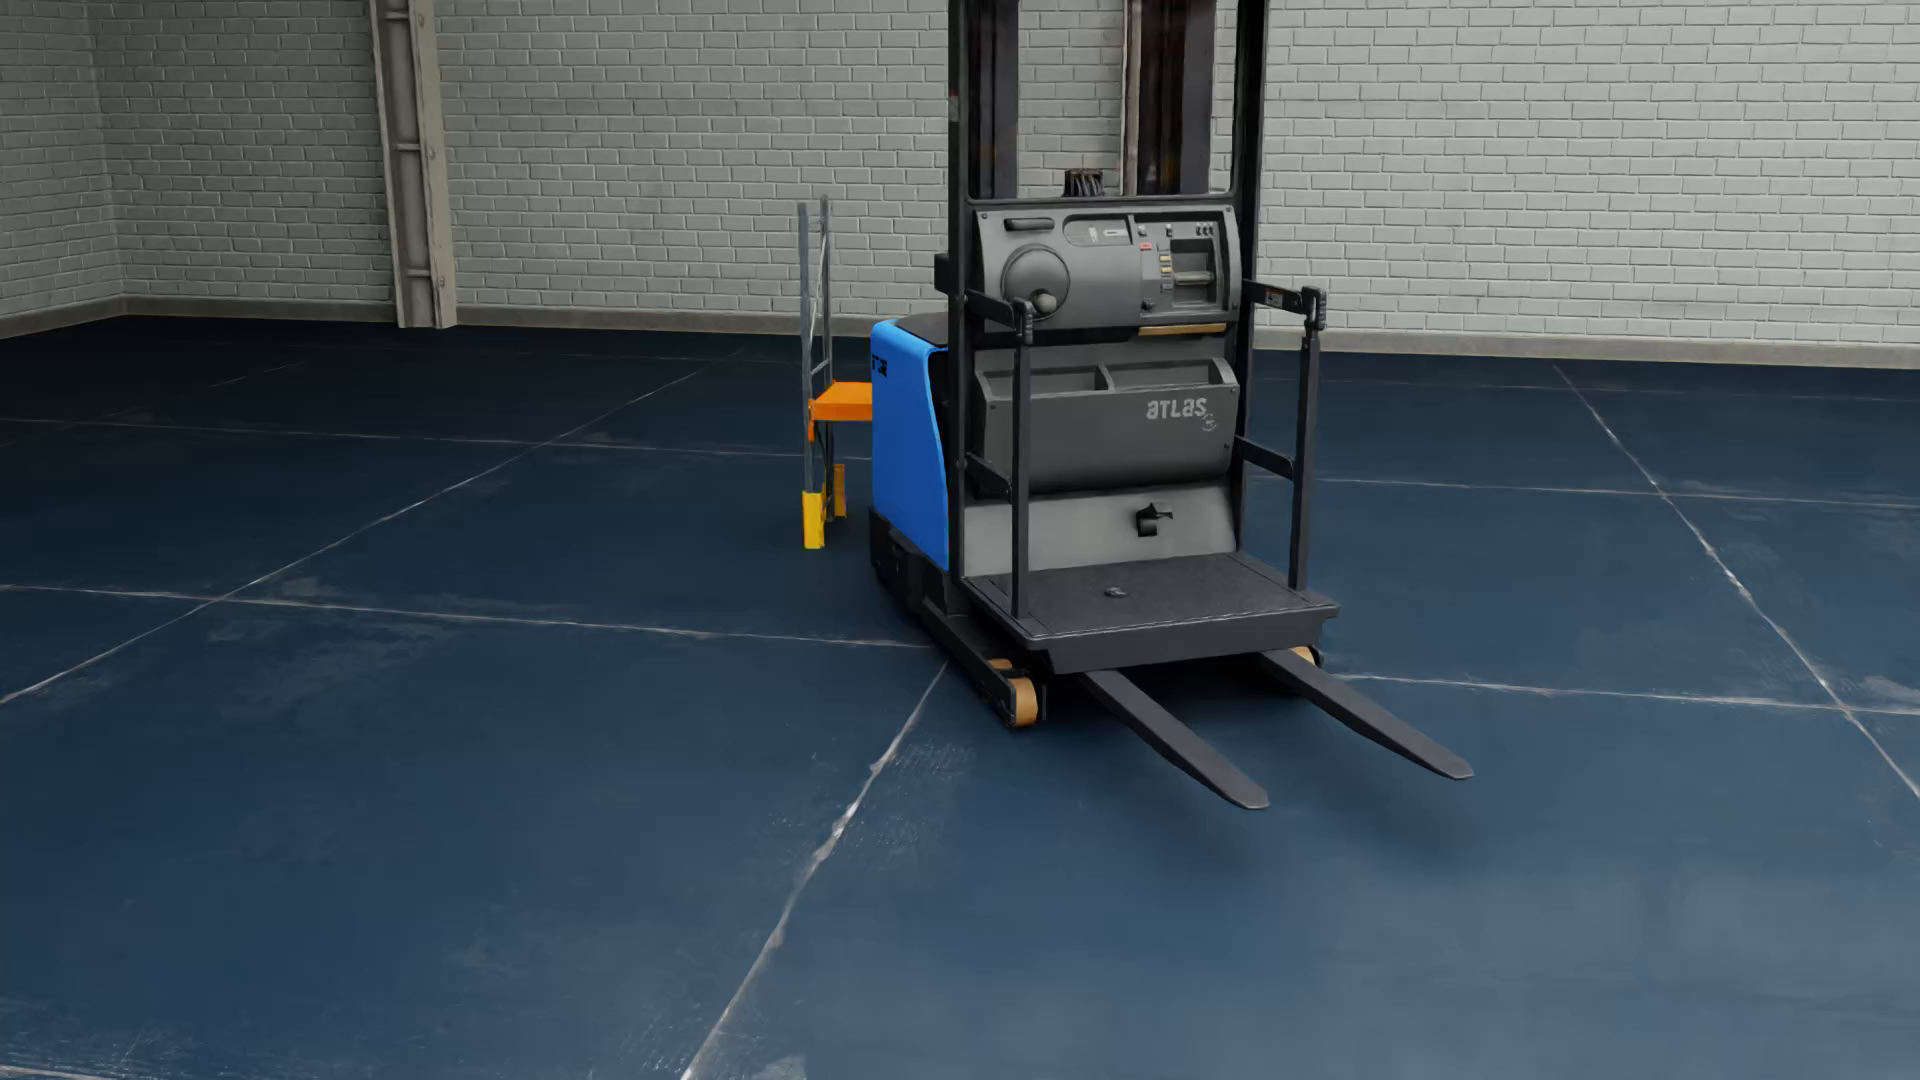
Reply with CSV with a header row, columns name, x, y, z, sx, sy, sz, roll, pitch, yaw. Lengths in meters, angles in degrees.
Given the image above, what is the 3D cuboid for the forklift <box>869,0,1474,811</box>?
name,x,y,z,sx,sy,sz,roll,pitch,yaw
forklift,0.573,-0.930,5.358,1.130,2.935,3.031,-5,16,-18

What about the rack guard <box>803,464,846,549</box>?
name,x,y,z,sx,sy,sz,roll,pitch,yaw
rack guard,-0.617,-0.160,7.600,0.087,0.250,0.587,2,16,7

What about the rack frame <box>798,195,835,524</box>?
name,x,y,z,sx,sy,sz,roll,pitch,yaw
rack frame,-0.637,-0.763,7.435,0.032,1.500,0.500,2,16,7

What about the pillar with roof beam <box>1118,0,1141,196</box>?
name,x,y,z,sx,sy,sz,roll,pitch,yaw
pillar with roof beam,0.551,-4.692,7.574,0.400,9.000,9.100,3,16,11

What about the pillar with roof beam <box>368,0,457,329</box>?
name,x,y,z,sx,sy,sz,roll,pitch,yaw
pillar with roof beam,-5.329,-5.011,8.726,0.400,9.000,9.100,3,16,11

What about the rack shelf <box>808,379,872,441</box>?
name,x,y,z,sx,sy,sz,roll,pitch,yaw
rack shelf,-0.132,-0.573,7.423,1.000,0.185,0.538,2,16,7

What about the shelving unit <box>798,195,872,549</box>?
name,x,y,z,sx,sy,sz,roll,pitch,yaw
shelving unit,-0.123,-0.746,7.374,1.083,1.500,0.587,2,16,7
